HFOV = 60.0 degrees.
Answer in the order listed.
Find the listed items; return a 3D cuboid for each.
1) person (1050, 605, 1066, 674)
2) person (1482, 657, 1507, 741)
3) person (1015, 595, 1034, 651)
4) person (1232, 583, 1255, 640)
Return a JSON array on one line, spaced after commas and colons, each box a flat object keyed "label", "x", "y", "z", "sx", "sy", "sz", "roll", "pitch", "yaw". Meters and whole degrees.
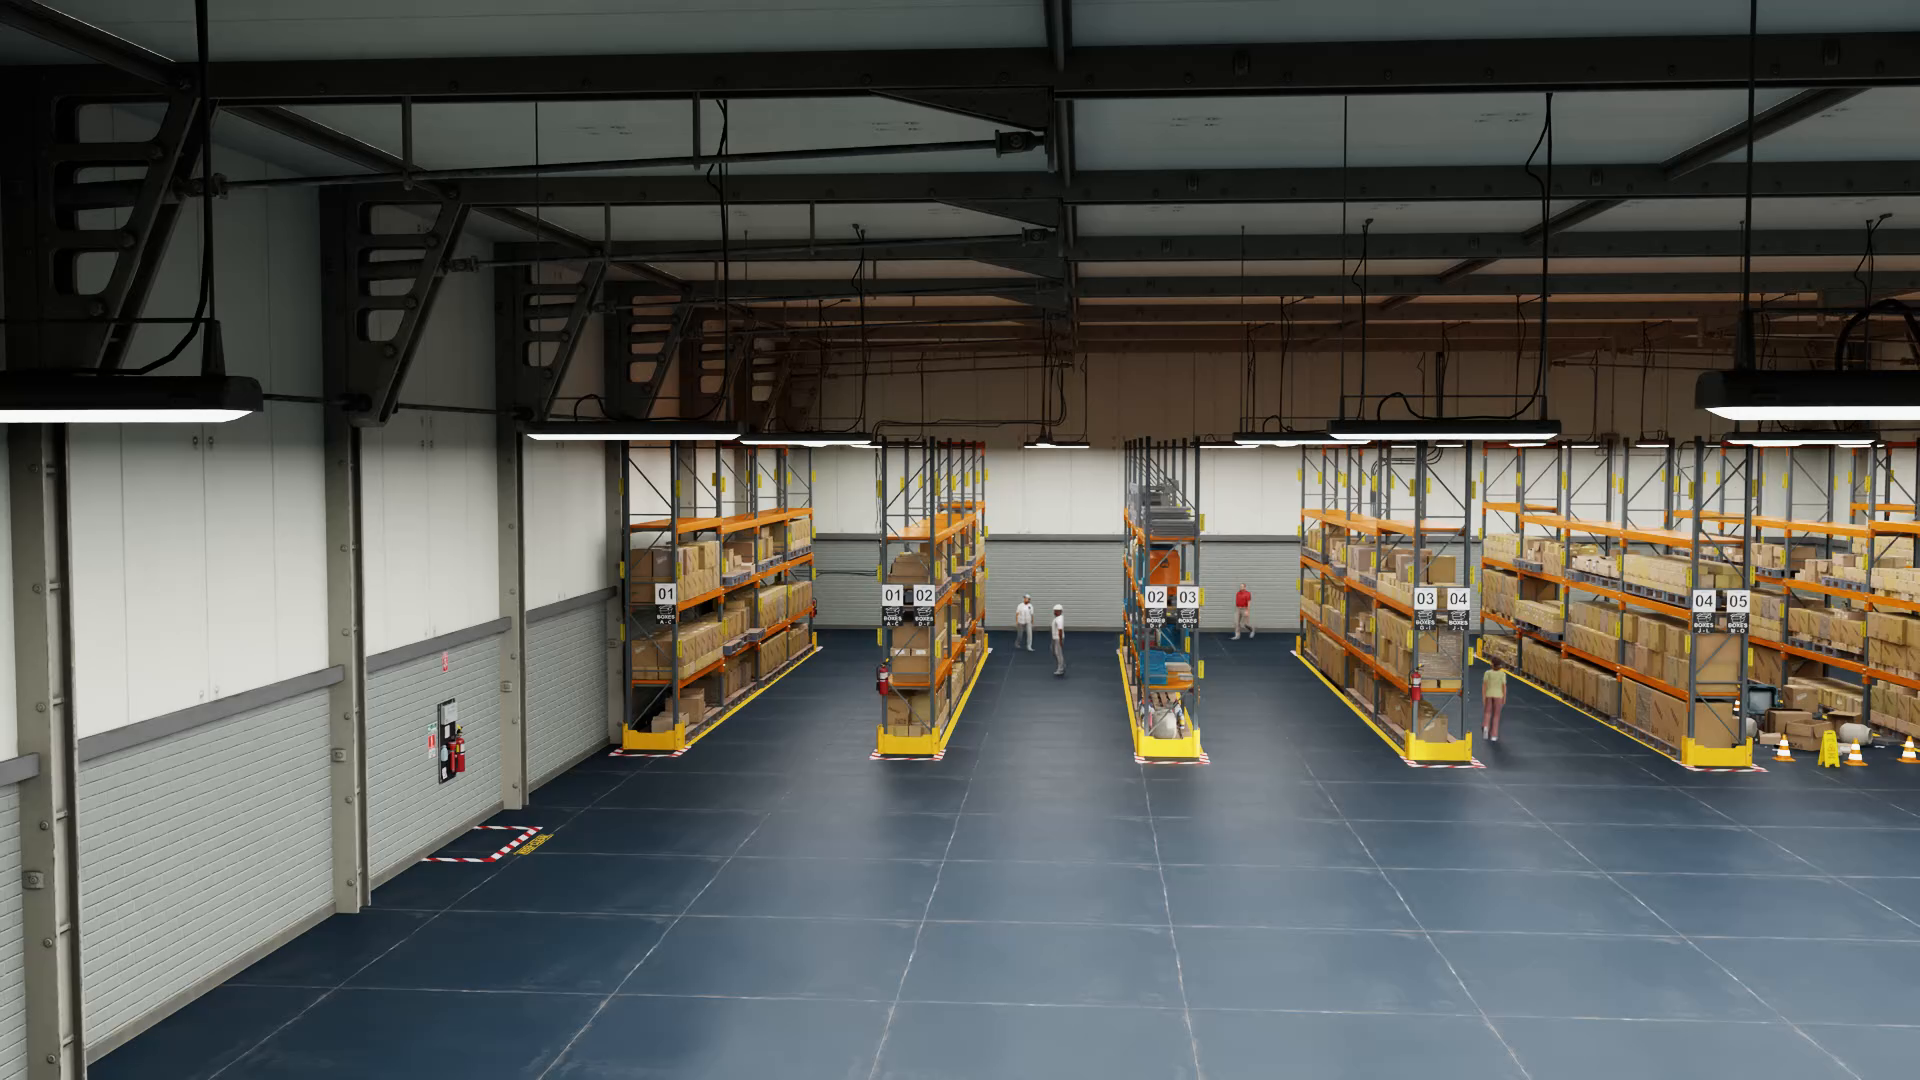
[{"label": "person", "x": 2.537, "y": 2.544, "z": 42.705, "sx": 0.408, "sy": 1.778, "sz": 0.622, "roll": 0, "pitch": 3, "yaw": -1}, {"label": "person", "x": 10.507, "y": 3.141, "z": 32.707, "sx": 0.444, "sy": 1.631, "sz": 0.525, "roll": 2, "pitch": 4, "yaw": 34}, {"label": "person", "x": 1.828, "y": 2.372, "z": 47.592, "sx": 0.560, "sy": 1.600, "sz": 0.892, "roll": -1, "pitch": 3, "yaw": -15}, {"label": "person", "x": 8.593, "y": 2.161, "z": 50.506, "sx": 0.534, "sy": 1.706, "sz": 0.836, "roll": 3, "pitch": 4, "yaw": 43}]
